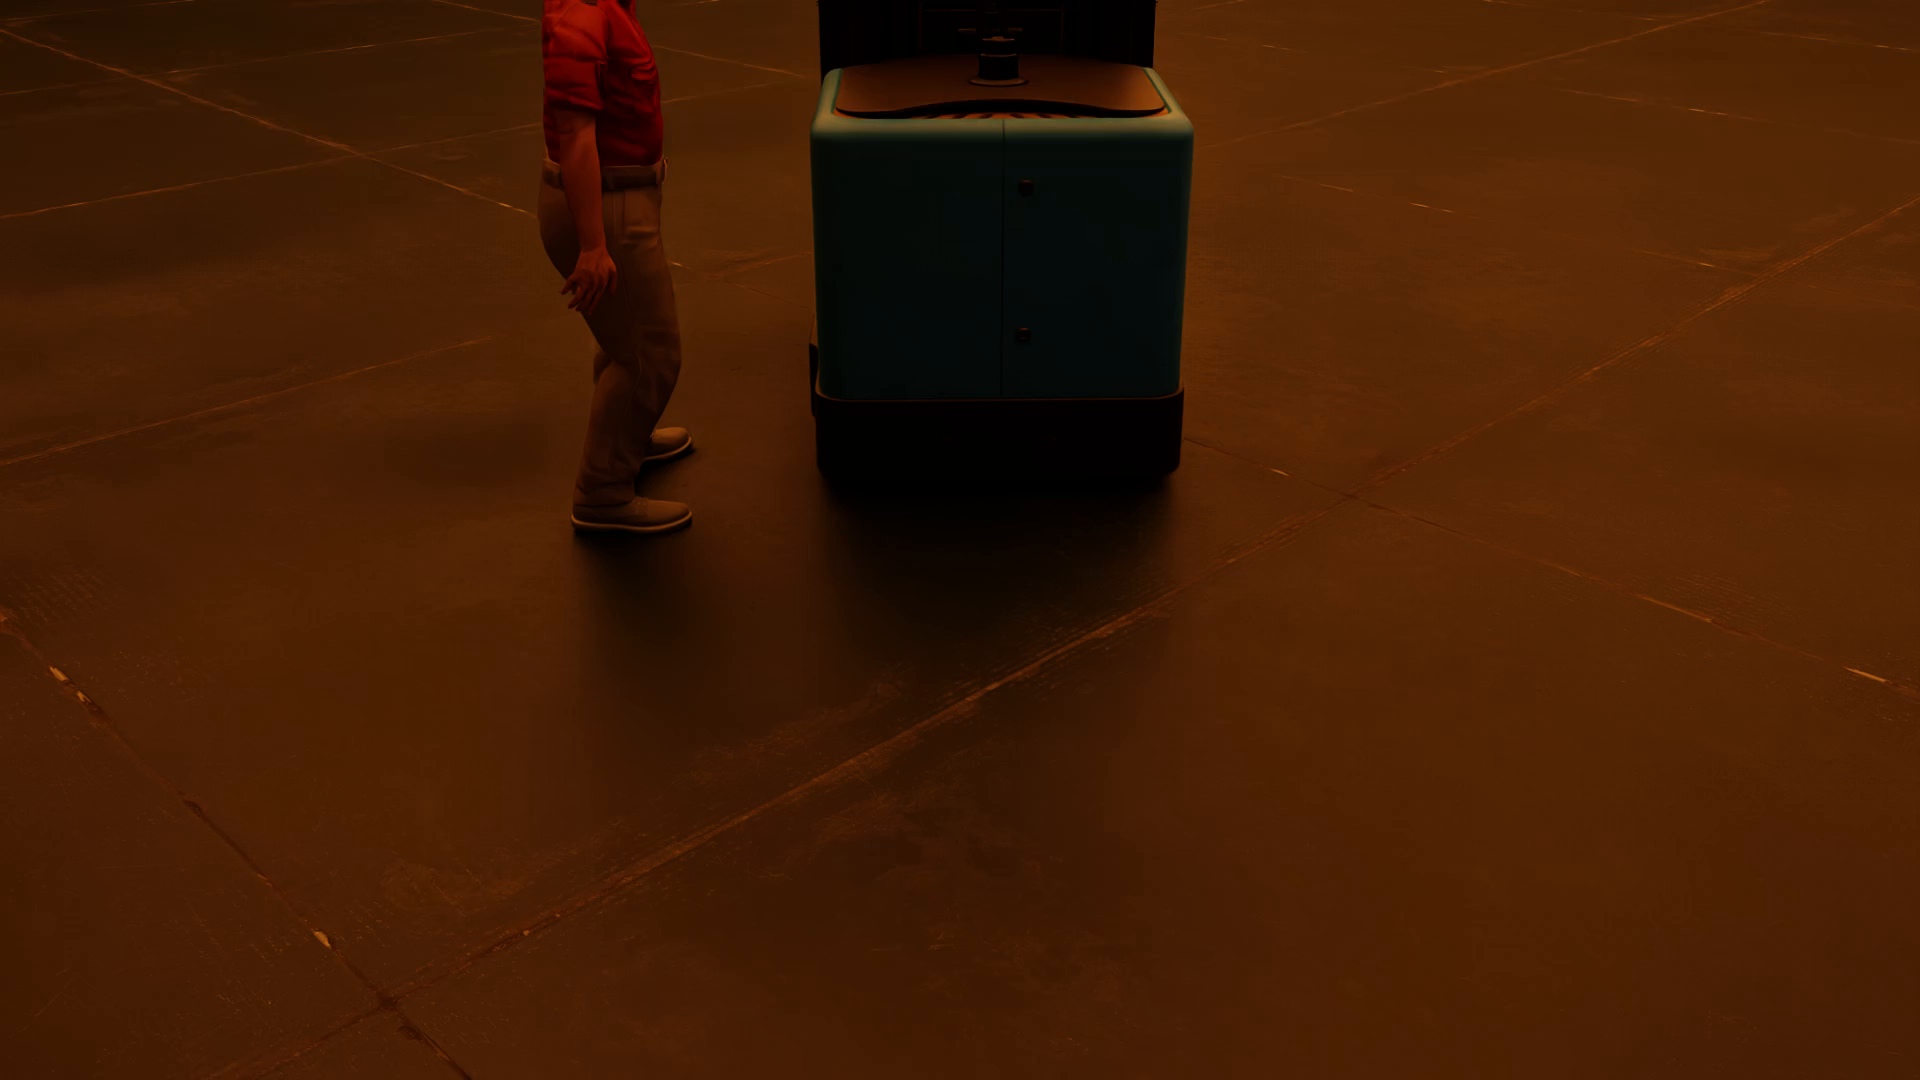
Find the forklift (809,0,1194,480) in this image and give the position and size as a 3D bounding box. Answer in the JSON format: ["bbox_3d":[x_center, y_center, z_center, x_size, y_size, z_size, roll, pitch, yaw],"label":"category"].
[{"bbox_3d":[0.081,-2.092,5.480,1.130,2.935,3.031,-1,26,-1],"label":"forklift"}]

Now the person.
[{"bbox_3d":[-0.918,-0.869,4.389,0.390,1.702,0.842,-7,27,-14],"label":"person"}]
